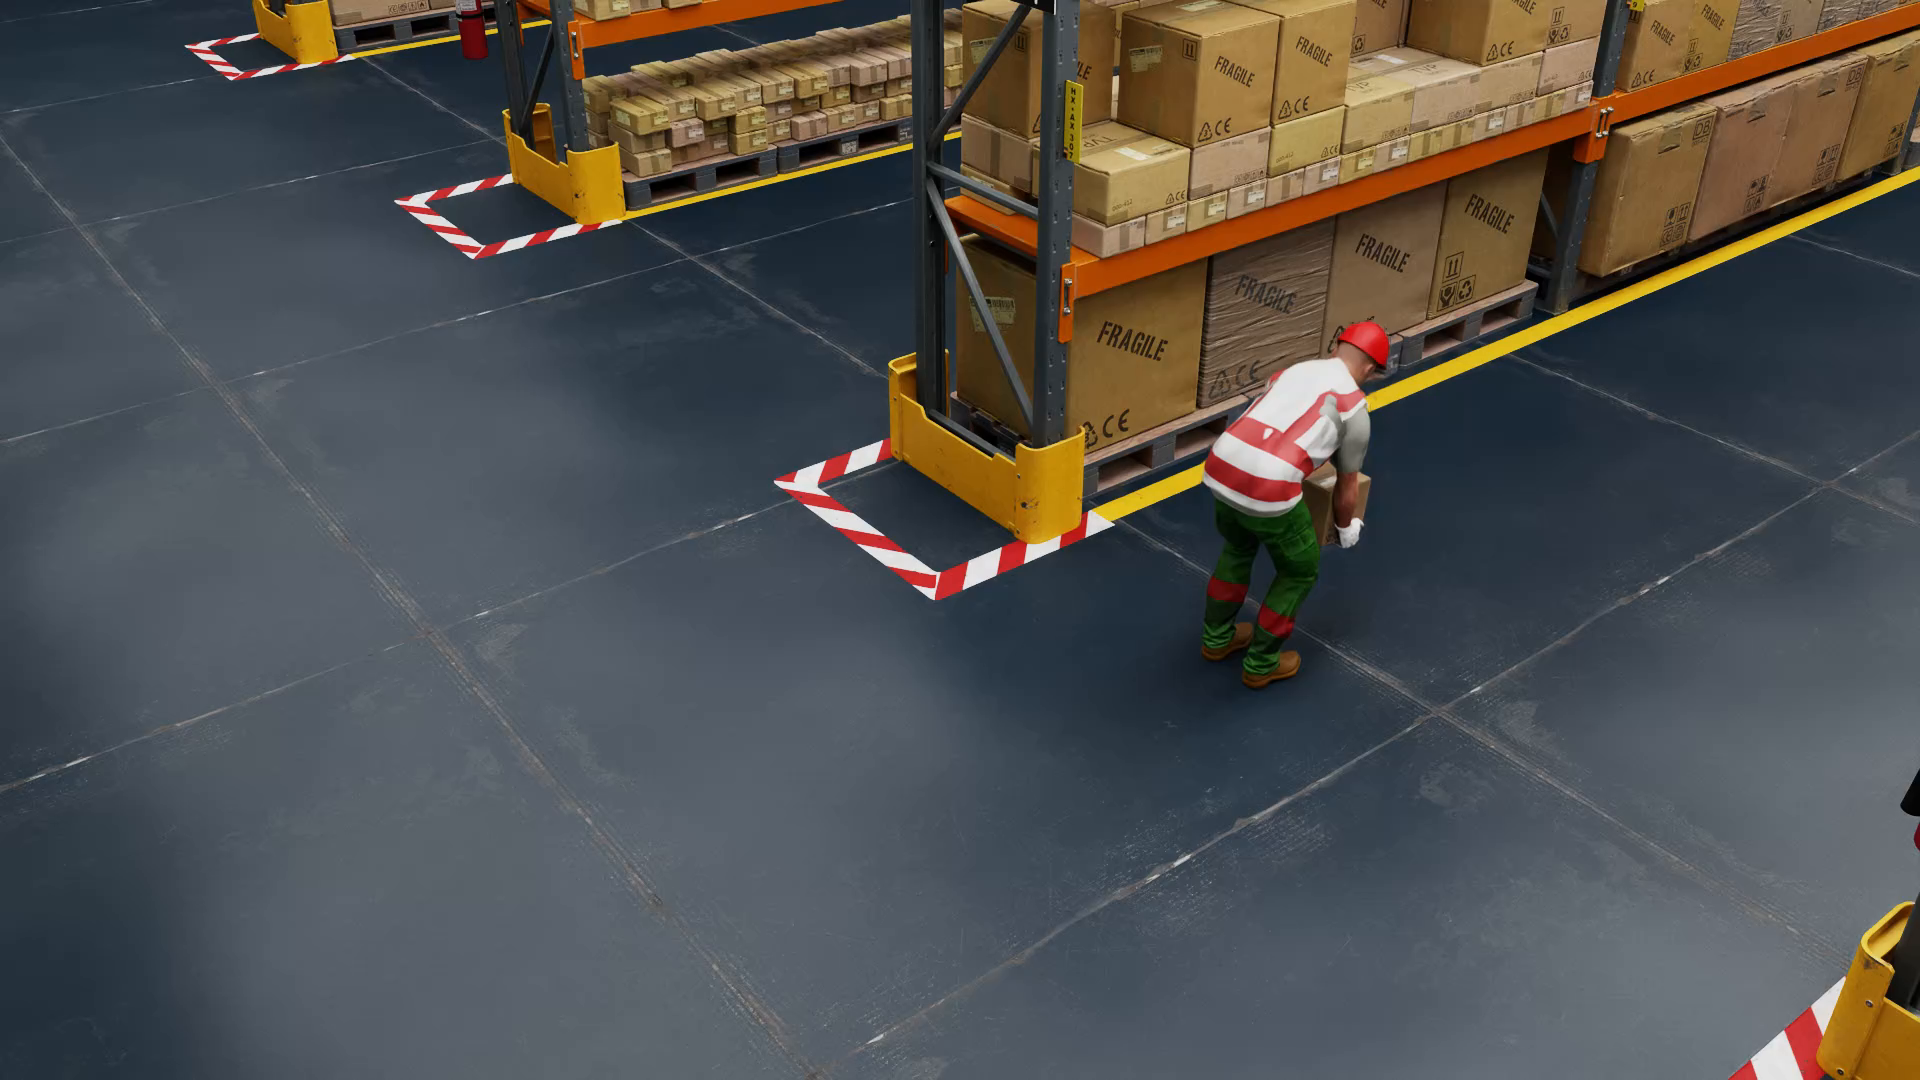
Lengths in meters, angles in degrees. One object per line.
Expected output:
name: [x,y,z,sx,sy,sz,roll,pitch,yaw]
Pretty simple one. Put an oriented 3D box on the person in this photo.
person: [1.359,-0.149,6.726,0.888,1.390,0.496,-24,39,-33]
